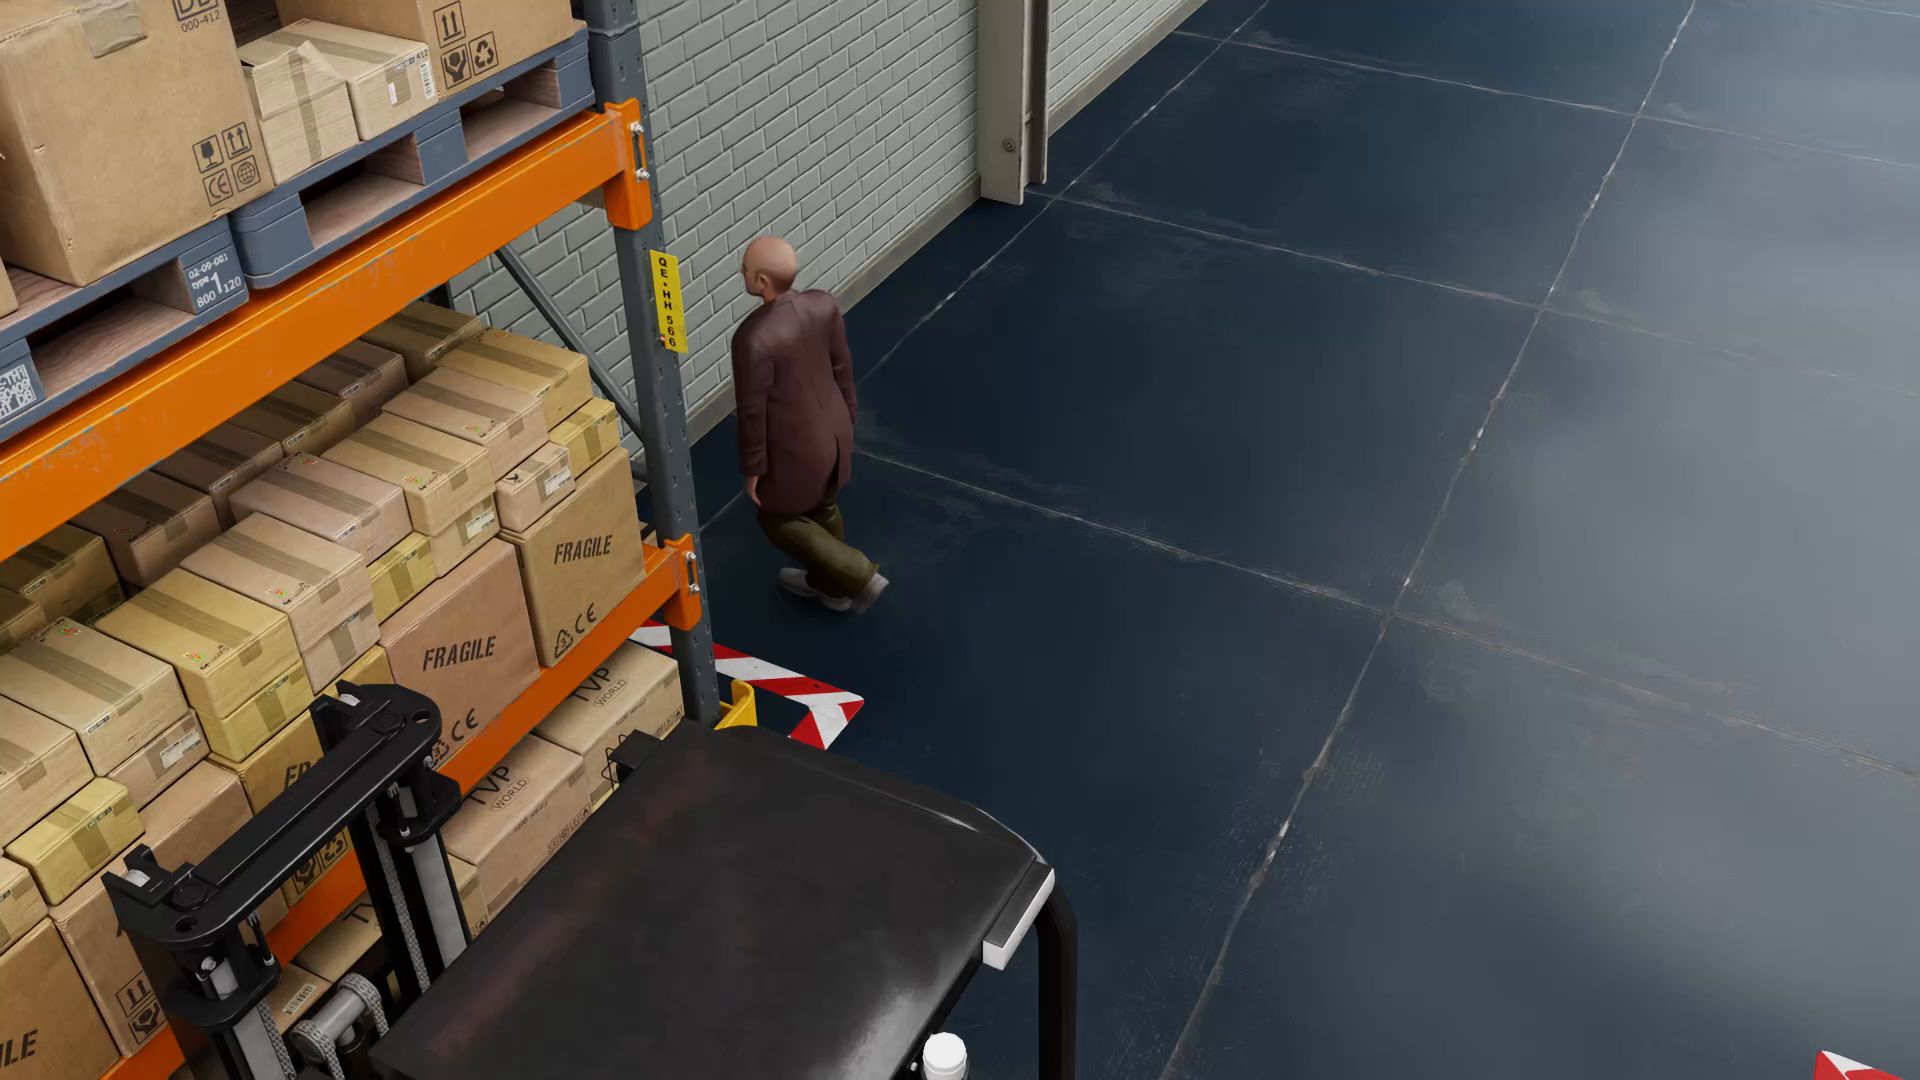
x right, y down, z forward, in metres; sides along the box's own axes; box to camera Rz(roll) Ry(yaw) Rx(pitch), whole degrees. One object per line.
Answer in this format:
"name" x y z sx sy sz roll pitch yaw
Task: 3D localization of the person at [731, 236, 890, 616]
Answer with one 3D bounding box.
"person" -0.579 -0.360 6.618 0.644 1.755 0.621 22 43 26
